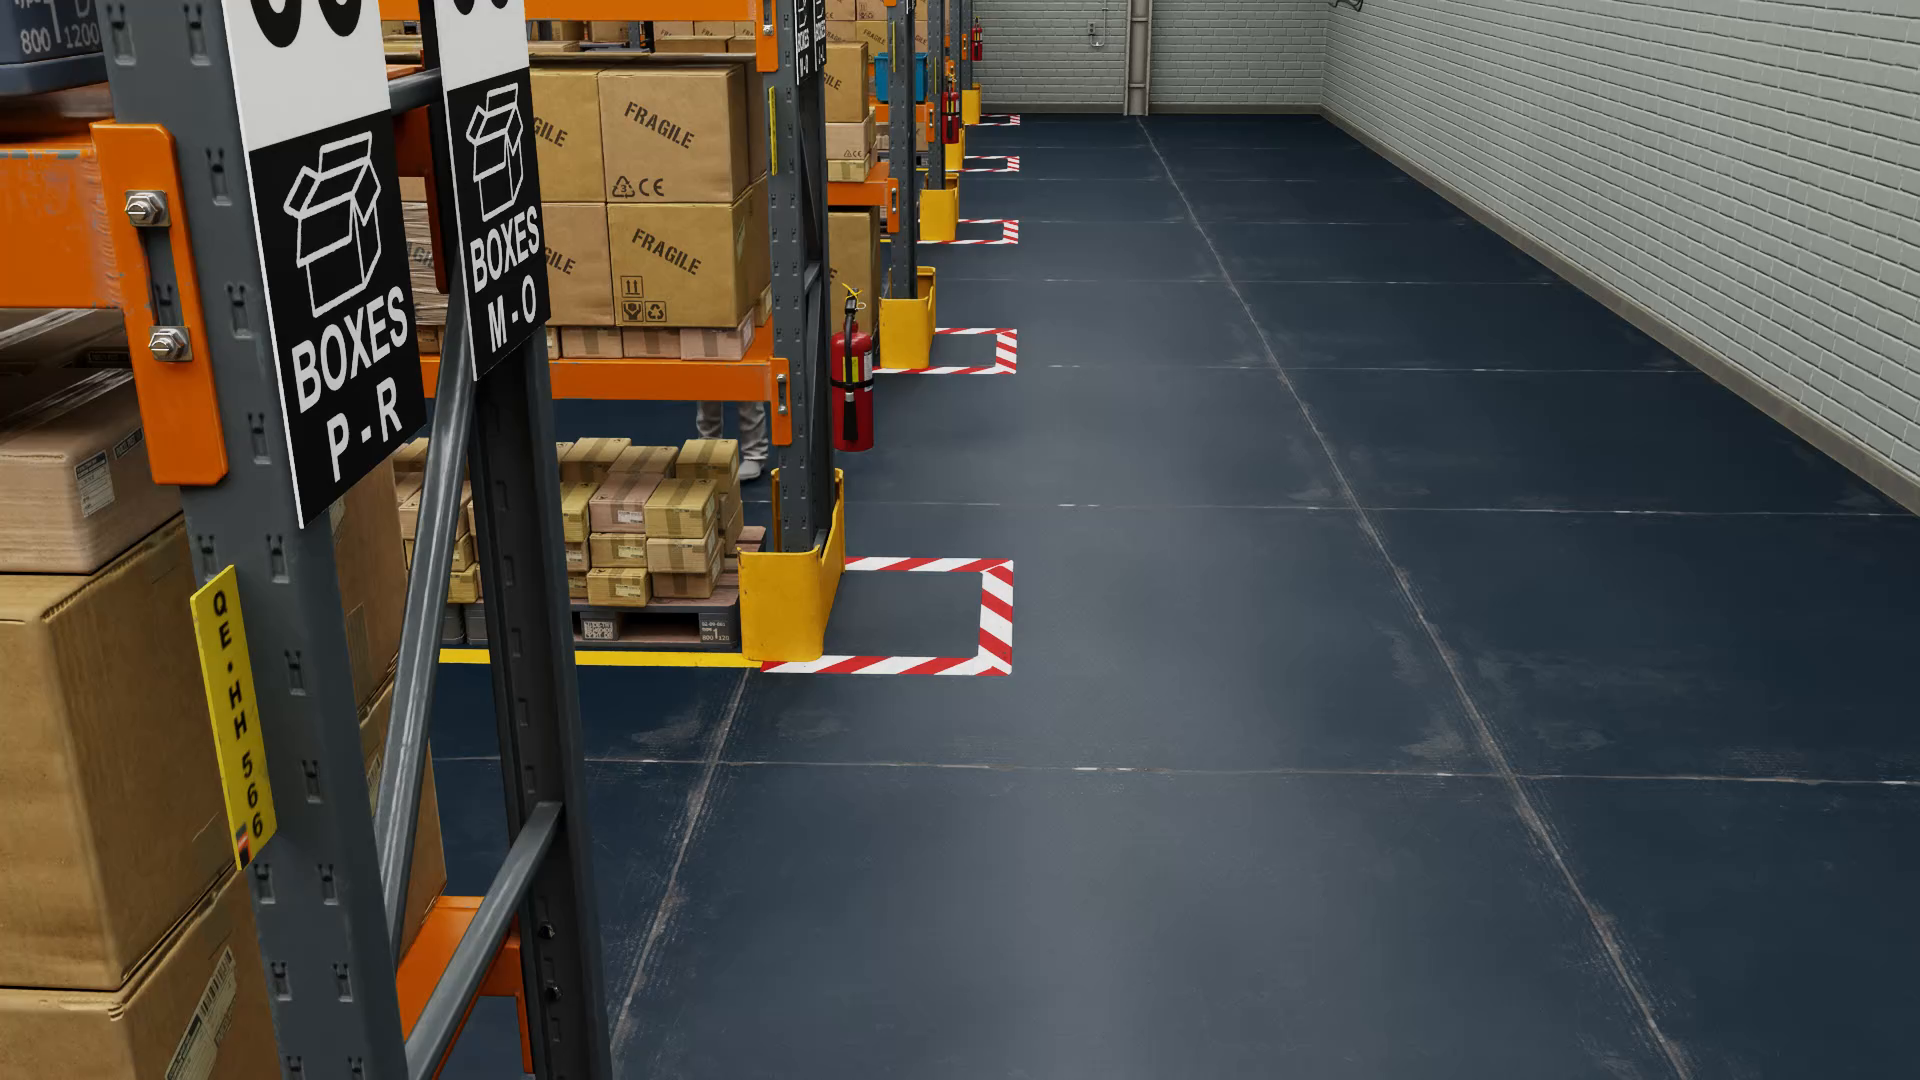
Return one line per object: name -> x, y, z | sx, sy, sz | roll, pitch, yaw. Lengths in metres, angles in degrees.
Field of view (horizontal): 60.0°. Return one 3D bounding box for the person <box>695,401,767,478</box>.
person -> -1.328, -1.199, 9.252 | 0.487, 1.778, 0.584 | 3, 21, 7
